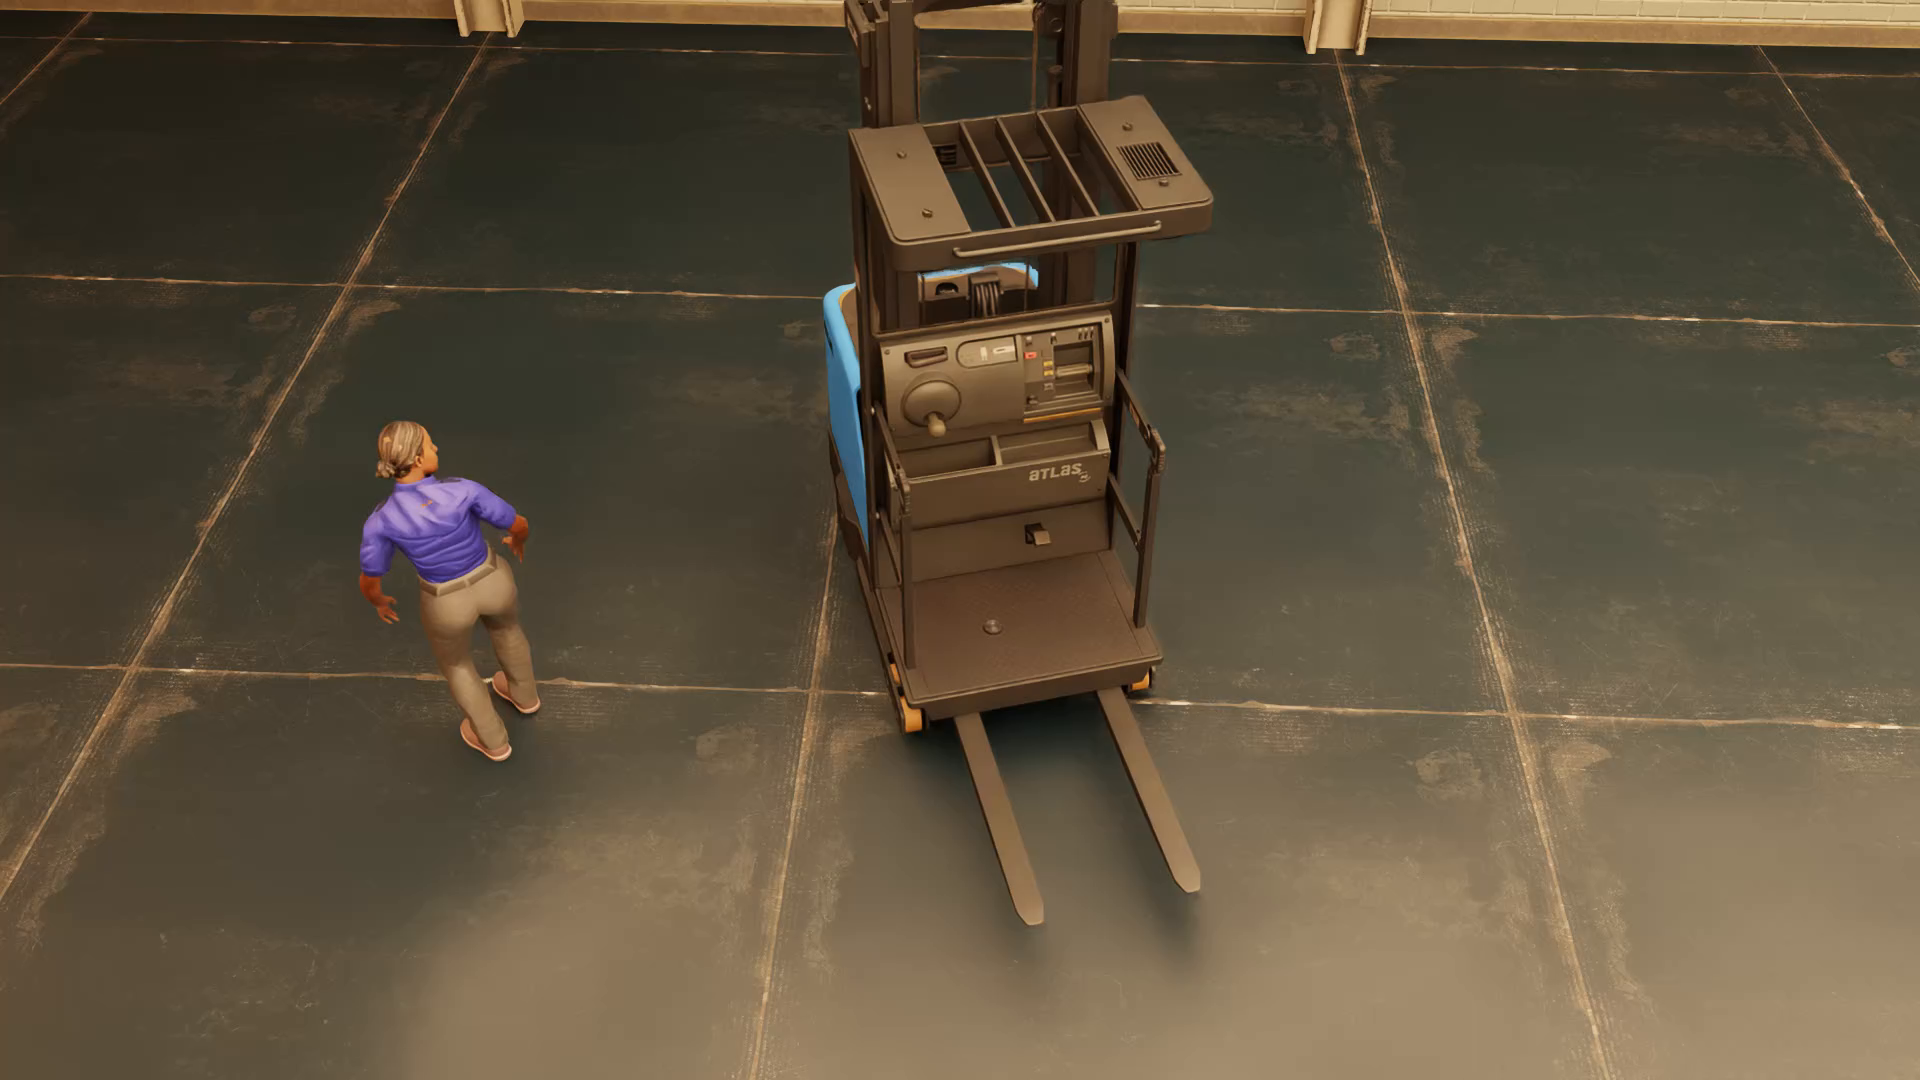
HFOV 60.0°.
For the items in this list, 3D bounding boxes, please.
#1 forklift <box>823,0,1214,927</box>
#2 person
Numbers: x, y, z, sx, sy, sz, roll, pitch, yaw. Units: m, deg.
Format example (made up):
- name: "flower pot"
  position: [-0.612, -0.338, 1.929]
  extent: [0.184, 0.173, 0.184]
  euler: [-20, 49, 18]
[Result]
- name: "forklift"
  position: [0.208, -0.558, 6.354]
  extent: [1.130, 2.935, 3.031]
  euler: [-9, 43, -10]
- name: "person"
  position: [-1.997, 0.184, 6.511]
  extent: [0.648, 1.634, 0.466]
  euler: [-24, 48, -24]
